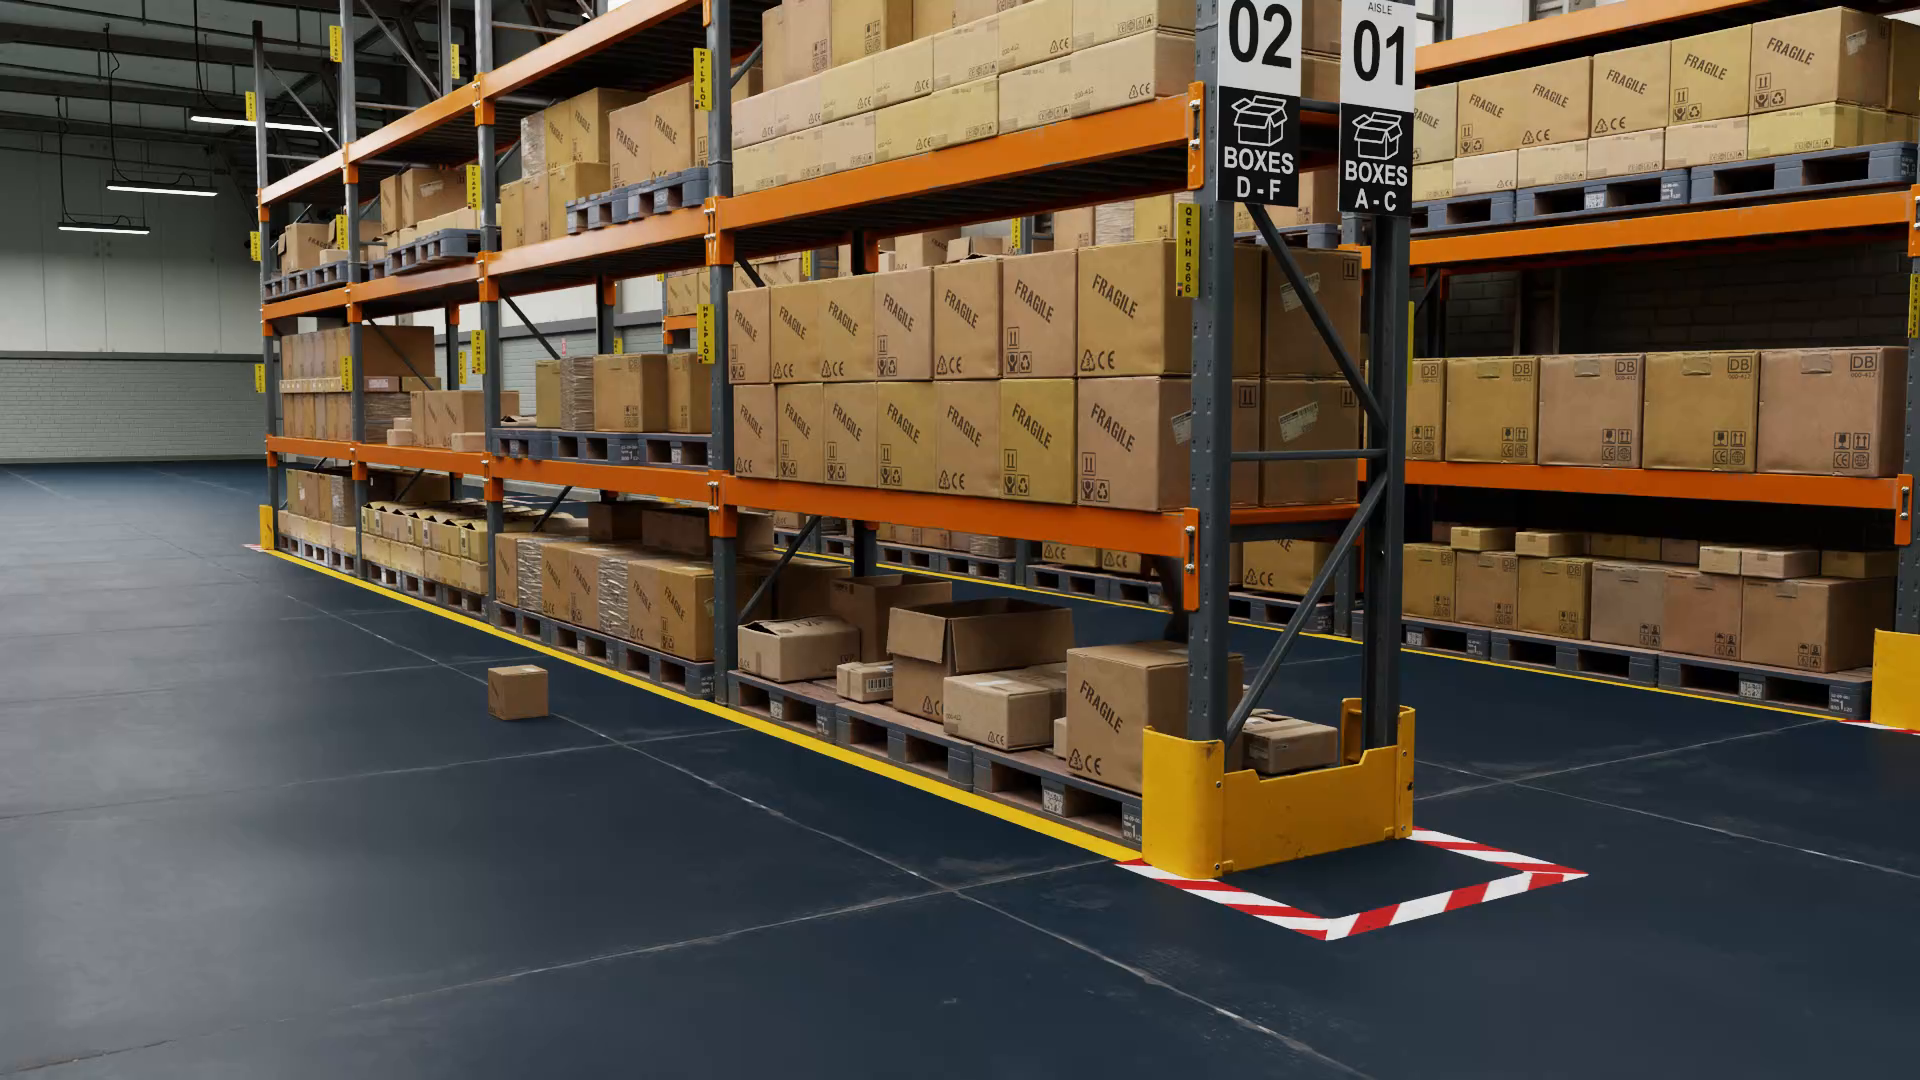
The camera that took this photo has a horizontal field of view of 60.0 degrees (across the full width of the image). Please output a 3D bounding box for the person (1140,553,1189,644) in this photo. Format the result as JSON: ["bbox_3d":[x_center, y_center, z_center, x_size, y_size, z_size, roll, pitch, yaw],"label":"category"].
[{"bbox_3d":[1.282,0.042,9.395,0.447,1.574,0.454,-3,6,-35],"label":"person"}]
